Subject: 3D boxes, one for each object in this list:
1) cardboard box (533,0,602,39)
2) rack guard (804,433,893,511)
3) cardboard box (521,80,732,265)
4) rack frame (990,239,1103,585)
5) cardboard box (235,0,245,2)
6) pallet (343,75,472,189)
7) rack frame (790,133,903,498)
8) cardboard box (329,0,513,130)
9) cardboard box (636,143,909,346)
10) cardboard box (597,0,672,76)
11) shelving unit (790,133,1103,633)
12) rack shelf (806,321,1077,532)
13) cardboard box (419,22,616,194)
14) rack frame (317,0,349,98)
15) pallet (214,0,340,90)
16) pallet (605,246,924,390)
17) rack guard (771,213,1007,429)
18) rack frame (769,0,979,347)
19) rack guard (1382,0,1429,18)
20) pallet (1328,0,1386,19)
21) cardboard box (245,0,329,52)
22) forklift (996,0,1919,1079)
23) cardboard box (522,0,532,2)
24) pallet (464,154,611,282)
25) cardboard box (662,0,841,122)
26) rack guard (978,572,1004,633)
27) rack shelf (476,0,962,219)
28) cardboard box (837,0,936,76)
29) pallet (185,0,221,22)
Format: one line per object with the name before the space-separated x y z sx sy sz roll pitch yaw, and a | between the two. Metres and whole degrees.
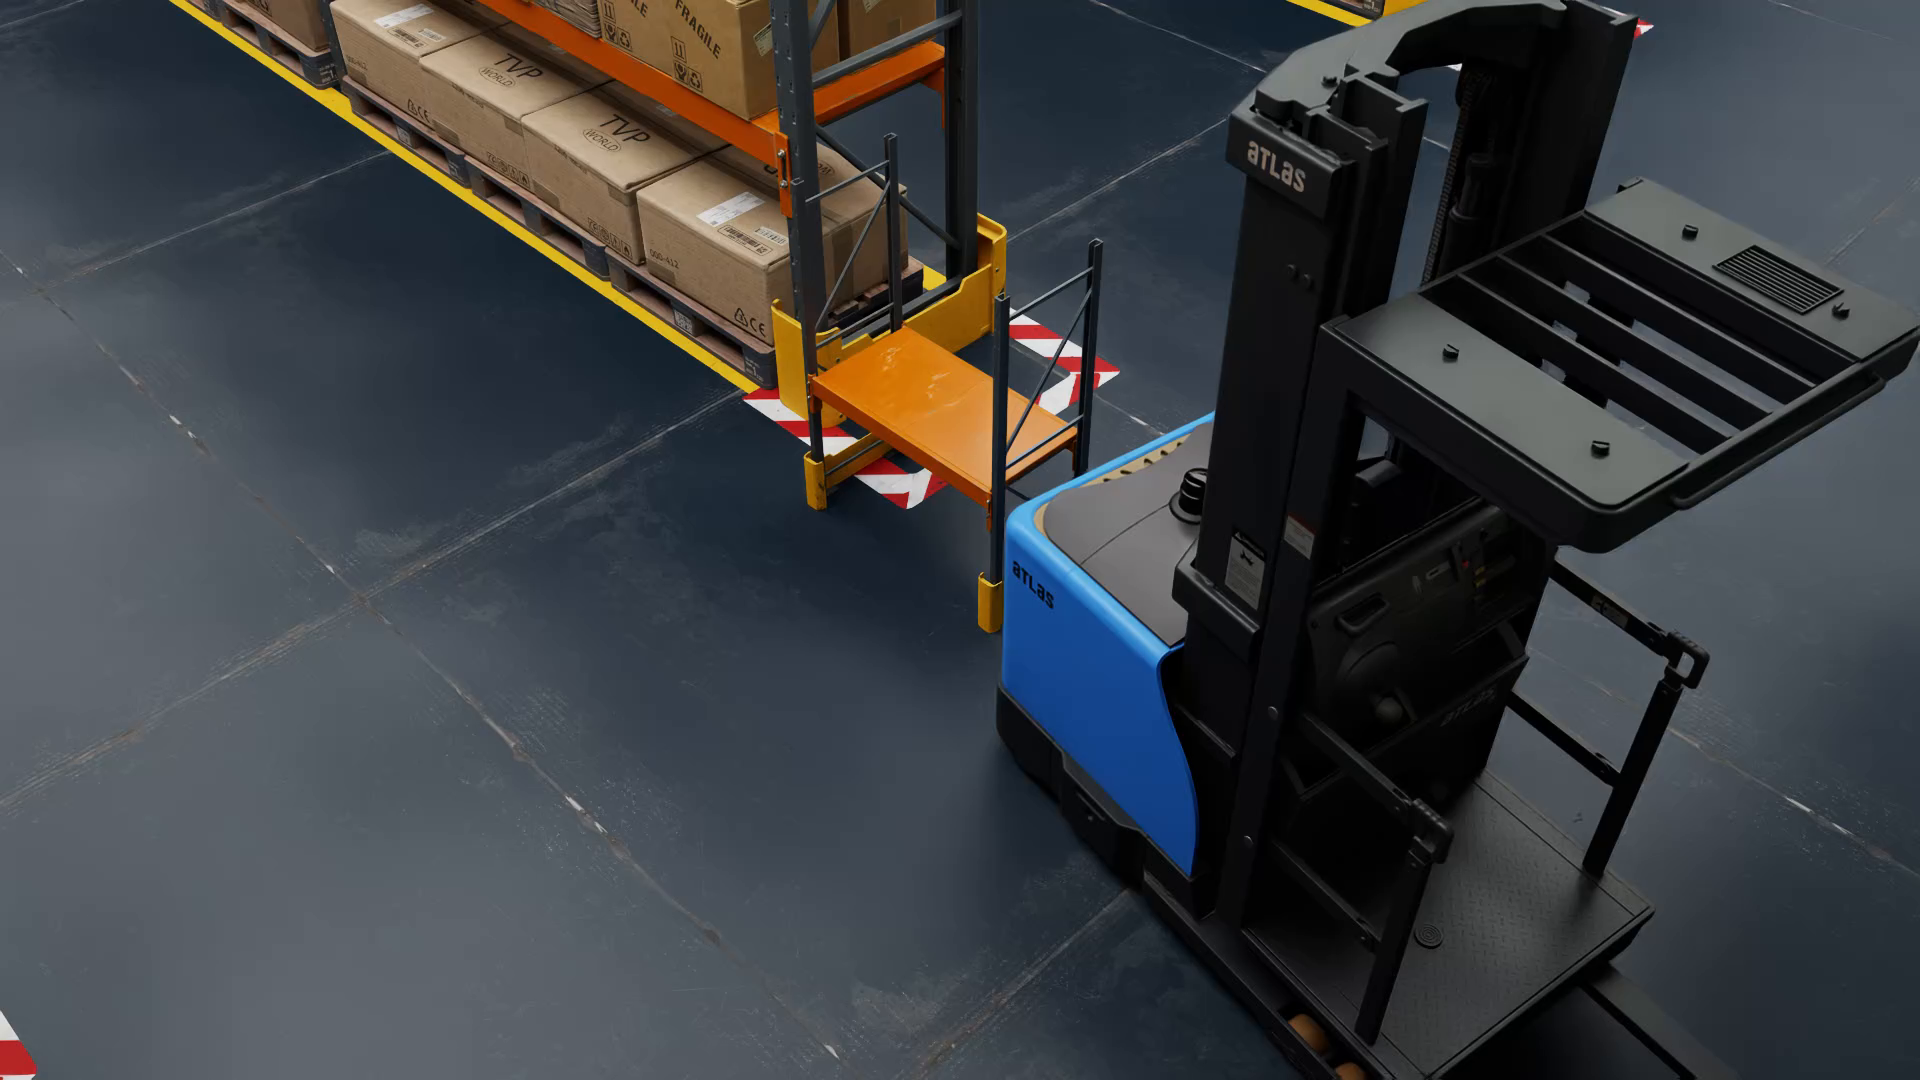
cardboard box | -1.557 -2.577 7.255 0.500 0.500 0.500 -33 52 -30
rack guard | -0.406 -0.368 6.964 0.587 0.250 0.087 -34 53 -31
cardboard box | -1.504 -1.863 8.135 0.875 0.438 0.875 -33 52 -30
rack frame | 0.299 -0.348 6.021 0.500 1.500 0.032 -34 53 -31
cardboard box | -4.277 -3.931 10.050 0.875 0.875 0.875 -33 52 -30
pallet | -2.658 -2.440 9.235 1.003 0.211 1.213 -34 53 -31
rack frame | -0.419 -0.836 6.550 0.500 1.500 0.032 -34 53 -31
cardboard box | -2.772 -2.727 9.070 0.875 0.438 0.875 33 52 31
cardboard box | -0.851 -1.427 7.663 0.875 0.438 0.875 32 52 30
cardboard box | -1.186 -2.335 6.993 0.500 0.500 0.500 33 52 31
shelving unit | -0.054 -0.587 6.281 0.587 1.500 1.083 -34 53 -31
rack shelf | -0.060 -0.460 6.407 0.538 0.185 1.000 -34 53 -31
cardboard box | -2.139 -2.297 8.604 0.875 0.438 0.875 33 52 30
rack frame | -3.139 -3.867 8.725 1.000 3.000 0.127 -34 53 -31
pallet | -3.738 -3.178 10.033 1.003 0.211 1.213 -34 53 -31
pallet | -0.935 -1.268 7.966 1.003 0.211 1.213 -34 53 -31
rack guard | -0.298 -1.015 7.480 1.175 0.500 0.348 -34 53 -31
rack frame | -0.315 -1.945 6.645 1.000 3.000 0.127 -34 53 -31
rack guard | 3.065 -3.484 10.152 1.175 0.500 0.348 -34 53 -31
pallet | 2.516 -3.786 10.691 1.003 0.211 1.213 -34 53 -31
cardboard box | -3.634 -3.500 9.584 0.875 0.875 0.875 -32 52 -30
forklift | 1.393 0.247 4.323 1.130 2.935 3.031 -26 49 -25
cardboard box | -1.930 -2.819 7.517 0.500 0.500 0.500 -33 52 -30
pallet | -1.792 -1.854 8.601 1.003 0.211 1.213 -34 53 -31
cardboard box | -0.843 -2.087 6.724 0.500 0.500 0.500 -34 52 -31
rack guard | 0.298 0.111 6.446 0.587 0.250 0.087 -34 53 -31
rack shelf | -1.727 -2.642 7.929 1.077 0.370 4.000 -34 53 -31
cardboard box | -0.450 -2.350 7.009 0.500 0.500 0.500 34 52 31
pallet | -4.603 -3.764 10.668 1.003 0.211 1.213 -34 53 -31
